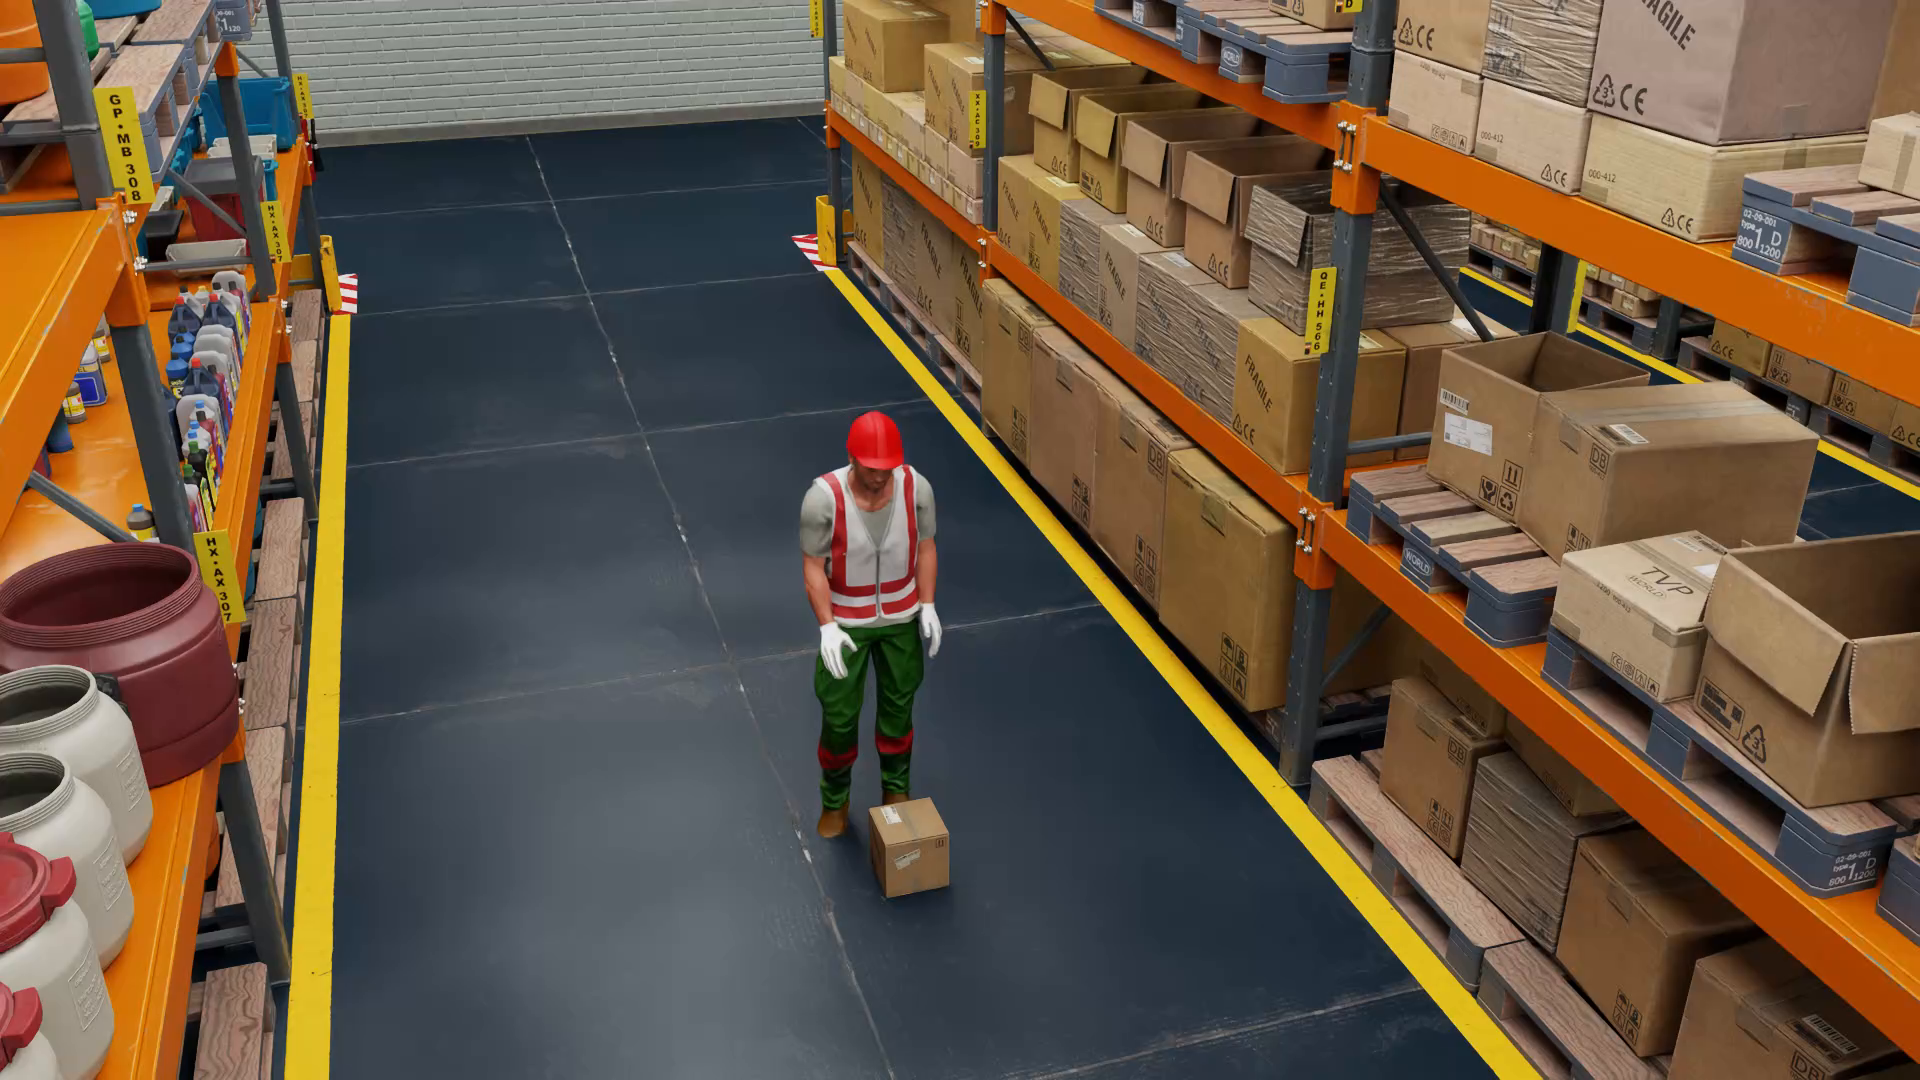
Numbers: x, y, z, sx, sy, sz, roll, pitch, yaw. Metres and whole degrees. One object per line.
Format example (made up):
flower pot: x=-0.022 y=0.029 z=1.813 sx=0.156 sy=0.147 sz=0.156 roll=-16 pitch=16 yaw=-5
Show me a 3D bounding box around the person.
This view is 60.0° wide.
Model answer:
person: x=-0.332 y=0.360 z=6.417 sx=0.546 sy=1.848 sz=0.472 roll=-8 pitch=27 yaw=-17
